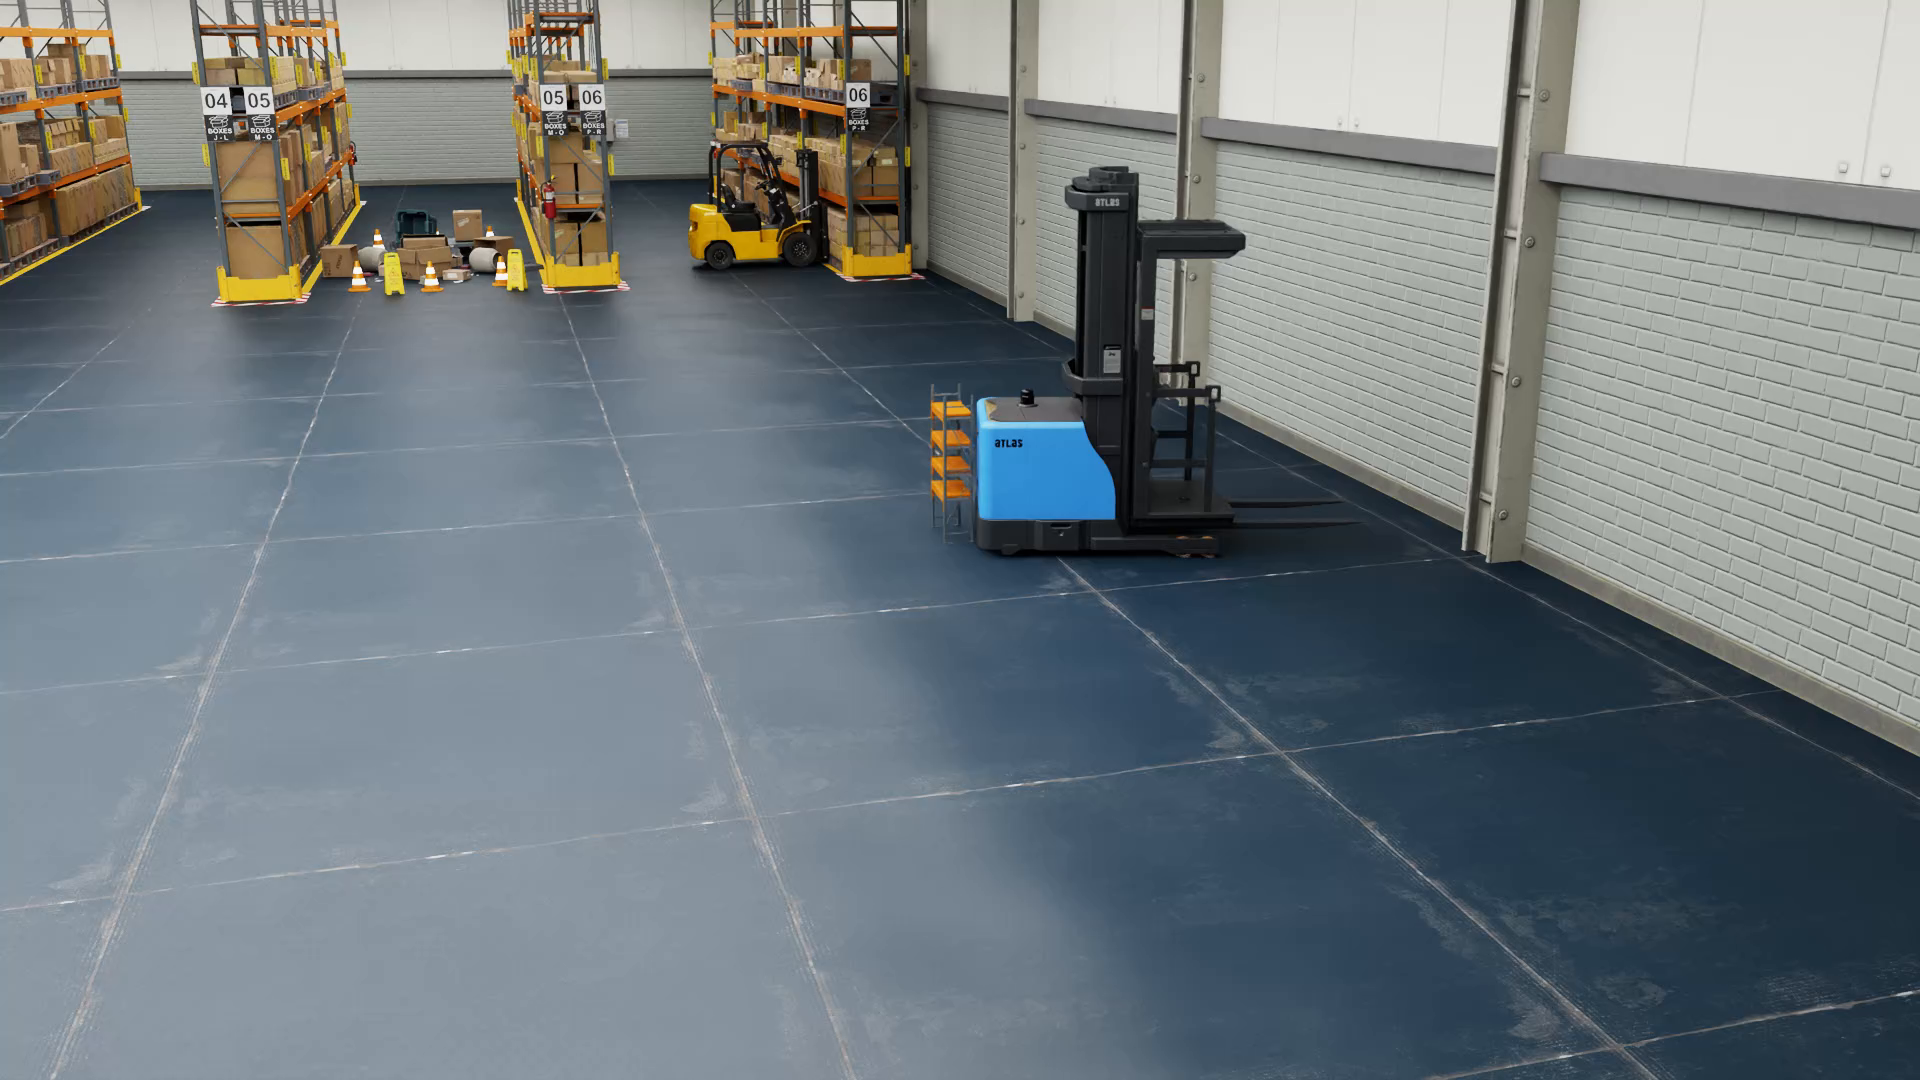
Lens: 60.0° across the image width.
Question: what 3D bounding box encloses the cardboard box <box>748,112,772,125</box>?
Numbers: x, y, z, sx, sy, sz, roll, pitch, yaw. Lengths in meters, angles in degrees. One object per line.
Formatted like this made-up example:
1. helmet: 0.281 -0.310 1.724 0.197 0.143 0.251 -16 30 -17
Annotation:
1. cardboard box: -4.888 -10.221 40.705 0.500 0.500 0.500 -5 17 -17

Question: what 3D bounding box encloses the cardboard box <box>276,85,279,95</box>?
1. cardboard box: -10.796 -6.982 25.801 0.380 0.149 0.250 -5 17 -15

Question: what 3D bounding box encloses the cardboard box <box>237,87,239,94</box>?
1. cardboard box: -11.637 -7.138 26.321 0.380 0.149 0.250 -5 17 -16

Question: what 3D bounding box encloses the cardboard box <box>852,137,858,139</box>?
1. cardboard box: -2.157 -7.582 31.661 0.380 0.149 0.250 -5 17 -15

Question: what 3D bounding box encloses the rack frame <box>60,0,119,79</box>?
1. rack frame: -20.134 -12.161 38.295 1.000 3.000 0.127 -5 17 -15

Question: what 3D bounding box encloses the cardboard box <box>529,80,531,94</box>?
1. cardboard box: -7.450 -8.116 29.786 0.500 0.250 0.500 -5 17 -16

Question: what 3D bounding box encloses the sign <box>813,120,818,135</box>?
1. sign: -3.102 -8.851 35.692 0.100 0.325 0.005 -5 17 -15

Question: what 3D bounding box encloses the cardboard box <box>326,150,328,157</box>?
1. cardboard box: -13.577 -8.172 35.150 0.380 0.149 0.250 -4 17 -13

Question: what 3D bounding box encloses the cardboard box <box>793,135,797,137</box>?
1. cardboard box: -3.351 -8.537 35.356 0.380 0.149 0.250 -4 17 -13

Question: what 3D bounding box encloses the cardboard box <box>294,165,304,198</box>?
1. cardboard box: -11.753 -6.153 28.462 0.875 0.550 0.550 -5 17 -15

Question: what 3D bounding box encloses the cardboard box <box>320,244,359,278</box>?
1. cardboard box: -10.626 -4.789 28.520 0.500 0.500 0.500 -2 17 -6

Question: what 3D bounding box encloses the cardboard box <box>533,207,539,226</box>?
1. cardboard box: -8.261 -6.644 34.194 0.950 0.372 0.625 -6 18 -19

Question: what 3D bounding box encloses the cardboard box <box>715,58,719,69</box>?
1. cardboard box: -5.831 -11.927 41.604 0.500 0.250 0.500 -5 17 -16

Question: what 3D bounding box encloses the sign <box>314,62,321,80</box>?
1. sign: -12.602 -9.203 32.625 0.100 0.325 0.005 -5 17 -15

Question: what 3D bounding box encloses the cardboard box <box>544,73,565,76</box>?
1. cardboard box: -6.727 -7.632 27.481 0.380 0.149 0.250 -5 17 -15

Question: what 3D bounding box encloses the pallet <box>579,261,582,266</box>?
1. pallet: -6.418 -4.559 28.261 1.003 0.211 1.213 -5 17 -15

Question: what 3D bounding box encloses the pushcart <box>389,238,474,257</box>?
1. pushcart: -9.486 -5.302 30.447 1.648 0.377 0.936 -12 20 -34

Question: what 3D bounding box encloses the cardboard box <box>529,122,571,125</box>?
1. cardboard box: -7.395 -7.282 30.053 0.700 0.500 0.500 -5 17 -16

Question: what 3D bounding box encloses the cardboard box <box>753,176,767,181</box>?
1. cardboard box: -4.571 -8.337 38.482 0.380 0.149 0.250 -5 17 -16

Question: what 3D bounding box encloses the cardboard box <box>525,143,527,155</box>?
1. cardboard box: -8.928 -8.282 35.200 0.500 0.250 0.500 -5 17 -17

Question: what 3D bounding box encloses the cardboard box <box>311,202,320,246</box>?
1. cardboard box: -12.557 -5.888 31.021 1.050 0.750 0.750 -5 17 -15

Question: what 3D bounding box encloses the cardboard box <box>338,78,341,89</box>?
1. cardboard box: -14.522 -10.488 38.199 0.500 0.250 0.500 -4 17 -13

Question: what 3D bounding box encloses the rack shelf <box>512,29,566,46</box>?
1. rack shelf: -8.956 -10.749 35.539 1.077 0.370 4.000 -5 17 -15

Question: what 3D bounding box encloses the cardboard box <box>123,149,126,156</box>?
1. cardboard box: -19.646 -9.023 38.714 0.380 0.149 0.250 -5 17 -15

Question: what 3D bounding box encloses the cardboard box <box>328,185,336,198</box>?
1. cardboard box: -13.358 -7.290 34.820 0.500 0.250 0.500 -5 17 -15

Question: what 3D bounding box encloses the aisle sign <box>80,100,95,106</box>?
1. aisle sign: -20.442 -10.529 38.771 0.394 0.787 0.004 -5 17 -15

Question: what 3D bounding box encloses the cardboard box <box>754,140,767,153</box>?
1. cardboard box: -4.236 -8.648 36.557 0.500 0.250 0.500 -6 18 -18

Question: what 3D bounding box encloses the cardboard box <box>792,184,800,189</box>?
1. cardboard box: -3.479 -7.736 36.478 0.380 0.149 0.250 -4 17 -12

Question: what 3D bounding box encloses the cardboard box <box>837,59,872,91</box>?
1. cardboard box: -1.792 -7.876 28.165 0.500 0.500 0.500 -4 17 -13

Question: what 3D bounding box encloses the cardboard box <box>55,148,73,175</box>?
1. cardboard box: -18.095 -7.563 33.241 0.500 0.500 0.500 -5 17 -16

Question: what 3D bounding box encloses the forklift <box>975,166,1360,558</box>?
1. forklift: 1.646 -1.418 13.077 3.031 2.935 1.130 0 17 -1

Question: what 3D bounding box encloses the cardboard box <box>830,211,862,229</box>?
1. cardboard box: -2.009 -5.646 29.345 0.500 0.250 0.500 -4 17 -14

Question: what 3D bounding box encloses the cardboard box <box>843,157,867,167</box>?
1. cardboard box: -1.801 -6.471 28.481 0.380 0.149 0.250 -4 17 -14

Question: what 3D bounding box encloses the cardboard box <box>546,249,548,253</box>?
1. cardboard box: -6.824 -4.876 28.521 0.500 0.250 0.500 -5 17 -15

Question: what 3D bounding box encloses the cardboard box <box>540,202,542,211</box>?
1. cardboard box: -7.285 -5.940 29.632 0.380 0.149 0.250 -4 17 -13

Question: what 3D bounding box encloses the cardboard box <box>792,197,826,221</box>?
1. cardboard box: -2.896 -6.568 33.501 0.875 0.625 0.625 -5 17 -16

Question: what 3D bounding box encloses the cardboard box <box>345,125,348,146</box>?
1. cardboard box: -14.829 -9.596 39.492 0.500 0.500 0.500 -5 17 -16

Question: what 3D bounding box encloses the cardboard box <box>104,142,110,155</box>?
1. cardboard box: -19.191 -8.684 36.890 0.500 0.250 0.500 -4 17 -14

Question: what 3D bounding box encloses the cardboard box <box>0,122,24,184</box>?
1. cardboard box: -16.919 -6.688 28.730 1.000 1.000 1.000 -5 17 -15

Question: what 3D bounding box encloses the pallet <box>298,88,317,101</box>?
1. pallet: -12.600 -8.302 30.991 1.003 0.211 1.213 -4 17 -13

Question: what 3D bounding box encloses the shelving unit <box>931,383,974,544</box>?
1. shelving unit: -0.063 -0.620 13.430 0.258 1.200 0.503 -4 17 -12

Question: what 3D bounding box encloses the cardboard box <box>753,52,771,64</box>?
1. cardboard box: -4.584 -11.185 38.557 0.396 0.266 0.258 -5 17 -16

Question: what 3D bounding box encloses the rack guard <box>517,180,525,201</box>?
1. rack guard: -10.612 -8.881 42.148 1.175 0.500 0.348 -5 17 -15

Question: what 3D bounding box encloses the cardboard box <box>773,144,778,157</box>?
1. cardboard box: -3.611 -8.139 34.725 0.500 0.250 0.500 -4 17 -14

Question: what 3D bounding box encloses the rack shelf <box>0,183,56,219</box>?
1. rack shelf: -17.385 -6.177 30.053 1.077 0.370 4.000 -5 17 -15

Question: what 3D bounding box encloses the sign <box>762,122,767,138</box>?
1. sign: -4.154 -8.723 35.403 0.100 0.325 0.005 -5 17 -15

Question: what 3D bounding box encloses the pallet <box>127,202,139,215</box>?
1. pallet: -19.839 -7.737 38.844 1.003 0.211 1.213 -5 17 -15

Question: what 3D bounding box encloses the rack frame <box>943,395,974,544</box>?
1. rack frame: -0.012 -0.551 13.201 0.240 1.200 0.015 -4 17 -12

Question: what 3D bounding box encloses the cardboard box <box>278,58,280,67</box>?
1. cardboard box: -11.004 -7.572 26.380 0.380 0.149 0.250 -5 17 -16

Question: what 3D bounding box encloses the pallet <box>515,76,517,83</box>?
1. pallet: -10.052 -10.923 39.542 1.003 0.211 1.213 -5 17 -15

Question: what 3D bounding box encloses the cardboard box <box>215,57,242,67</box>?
1. cardboard box: -11.848 -7.732 26.910 0.380 0.149 0.250 -5 17 -16

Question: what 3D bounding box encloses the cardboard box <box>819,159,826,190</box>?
1. cardboard box: -2.248 -6.627 30.124 0.500 0.500 0.500 -5 17 -15

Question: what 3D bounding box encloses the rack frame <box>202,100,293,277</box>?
1. rack frame: -10.940 -5.226 25.637 1.000 3.000 0.127 -5 17 -15
